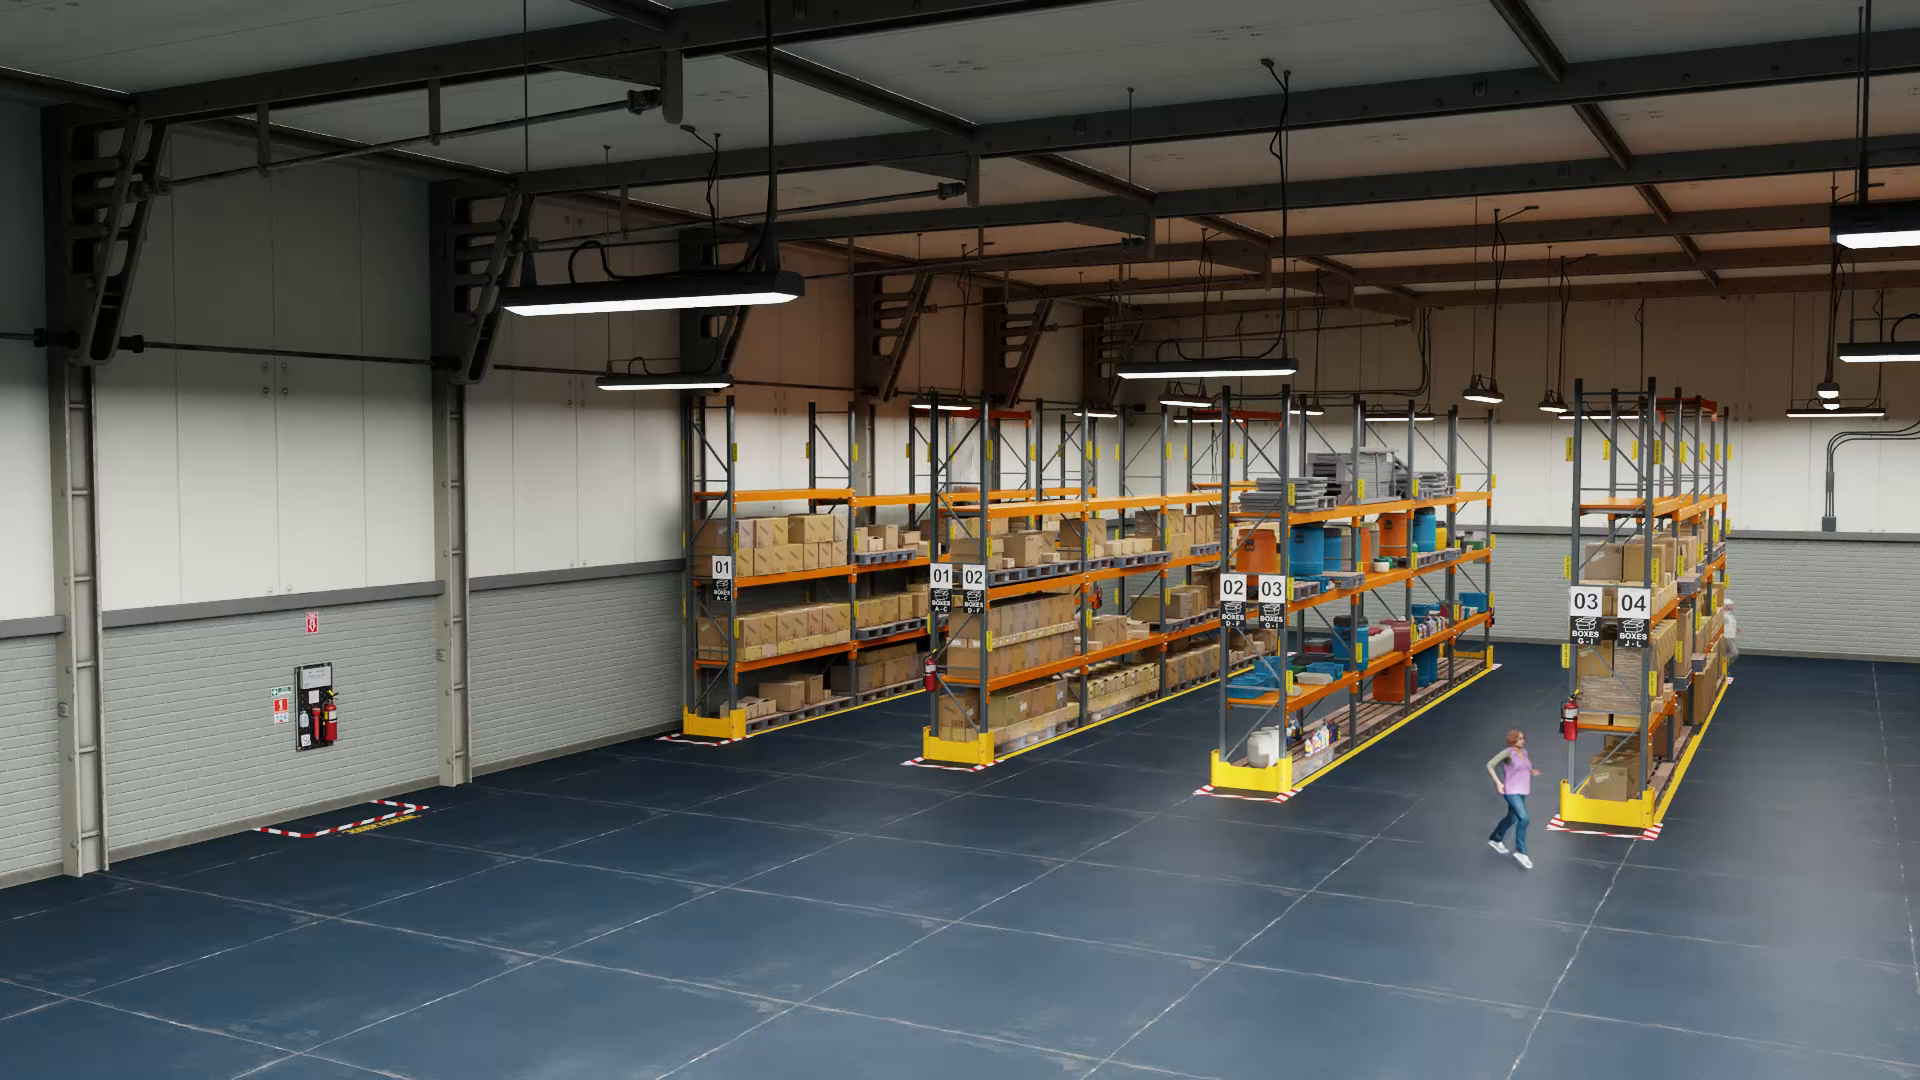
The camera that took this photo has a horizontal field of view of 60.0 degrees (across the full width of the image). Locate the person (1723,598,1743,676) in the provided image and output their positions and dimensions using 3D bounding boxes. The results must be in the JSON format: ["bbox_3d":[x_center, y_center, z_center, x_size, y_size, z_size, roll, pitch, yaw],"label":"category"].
[{"bbox_3d":[17.186,2.175,37.180,0.539,1.738,0.682,2,4,39],"label":"person"}]

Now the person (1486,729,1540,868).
[{"bbox_3d":[6.762,3.126,20.314,0.510,1.645,0.733,-2,4,-38],"label":"person"}]
